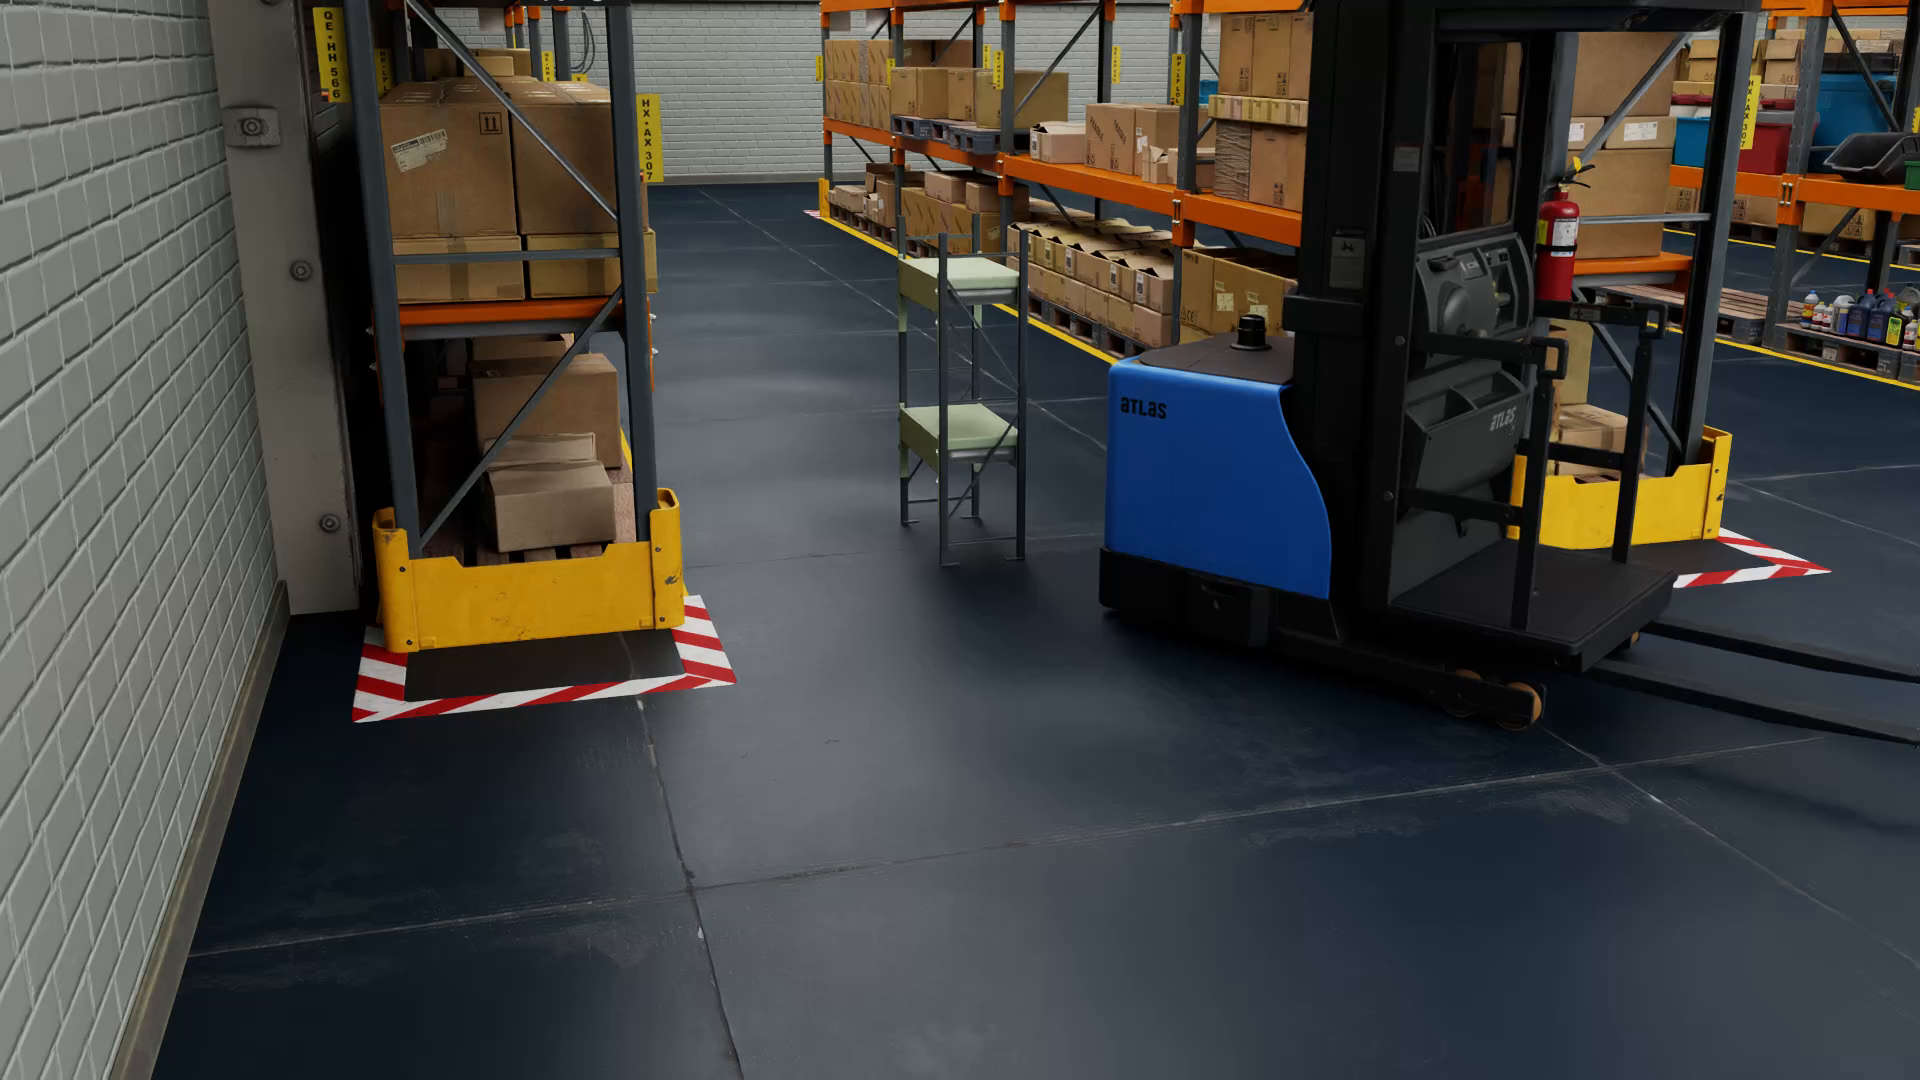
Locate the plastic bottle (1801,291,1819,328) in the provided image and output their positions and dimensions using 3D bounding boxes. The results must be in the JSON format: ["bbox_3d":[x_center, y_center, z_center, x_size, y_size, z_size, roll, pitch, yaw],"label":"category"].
[{"bbox_3d":[6.390,-1.735,12.492,0.097,0.271,0.097,0,17,0],"label":"plastic bottle"}]

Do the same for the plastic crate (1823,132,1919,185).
[{"bbox_3d":[6.745,-2.769,12.065,0.767,0.338,0.504,-5,17,-15],"label":"plastic crate"}]

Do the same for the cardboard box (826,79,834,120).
[{"bbox_3d":[-1.470,-5.787,21.830,0.500,0.500,0.500,-4,17,-14],"label":"cardboard box"}]

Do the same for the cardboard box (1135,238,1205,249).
[{"bbox_3d":[1.662,-2.275,13.388,0.500,0.311,0.500,-4,17,-14],"label":"cardboard box"}]

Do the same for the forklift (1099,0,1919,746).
[{"bbox_3d":[2.029,-0.915,5.902,3.031,2.935,1.130,13,21,38],"label":"forklift"}]

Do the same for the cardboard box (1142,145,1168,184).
[{"bbox_3d":[1.542,-2.728,12.052,0.396,0.266,0.258,-5,17,-17],"label":"cardboard box"}]

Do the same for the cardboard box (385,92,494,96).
[{"bbox_3d":[-2.312,-1.757,7.511,0.500,0.500,0.500,-5,17,-17],"label":"cardboard box"}]

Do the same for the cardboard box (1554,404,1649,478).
[{"bbox_3d":[3.126,-0.507,8.476,0.500,0.250,0.500,-5,17,-15],"label":"cardboard box"}]

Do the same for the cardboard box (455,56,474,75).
[{"bbox_3d":[-3.778,-3.753,13.167,0.380,0.149,0.250,-7,18,-22],"label":"cardboard box"}]

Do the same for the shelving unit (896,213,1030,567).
[{"bbox_3d":[0.002,-0.716,7.730,0.431,1.500,0.755,-5,17,-15],"label":"shelving unit"}]

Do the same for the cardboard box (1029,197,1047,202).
[{"bbox_3d":[0.580,-3.259,17.169,0.500,0.500,0.500,-5,18,-17],"label":"cardboard box"}]

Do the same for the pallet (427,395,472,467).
[{"bbox_3d":[-2.584,-0.652,9.756,1.003,0.211,1.213,-5,17,-15],"label":"pallet"}]

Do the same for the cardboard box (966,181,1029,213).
[{"bbox_3d":[0.358,-3.298,15.994,0.500,0.250,0.500,-4,17,-13],"label":"cardboard box"}]

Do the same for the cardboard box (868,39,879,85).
[{"bbox_3d":[-0.770,-5.564,19.349,0.500,0.500,0.500,-5,17,-16],"label":"cardboard box"}]

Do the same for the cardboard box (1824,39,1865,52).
[{"bbox_3d":[10.025,-5.364,18.679,0.797,0.503,0.637,-4,17,-14],"label":"cardboard box"}]

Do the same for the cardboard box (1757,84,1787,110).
[{"bbox_3d":[9.596,-5.039,19.341,0.500,0.500,0.500,-4,17,-14],"label":"cardboard box"}]

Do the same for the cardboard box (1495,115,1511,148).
[{"bbox_3d":[2.698,-1.978,8.023,0.380,0.149,0.250,-4,17,-14],"label":"cardboard box"}]

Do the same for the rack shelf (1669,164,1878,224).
[{"bbox_3d":[6.174,-3.163,14.517,1.077,0.370,4.000,-5,17,-15],"label":"rack shelf"}]

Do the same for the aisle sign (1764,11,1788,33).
[{"bbox_3d":[12.676,-8.271,25.753,0.394,0.787,0.004,-5,17,-15],"label":"aisle sign"}]

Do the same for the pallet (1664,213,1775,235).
[{"bbox_3d":[9.572,-4.015,20.953,1.003,0.211,1.213,-5,17,-15],"label":"pallet"}]

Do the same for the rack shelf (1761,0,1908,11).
[{"bbox_3d":[9.837,-6.097,19.073,1.077,0.370,4.000,-5,17,-15],"label":"rack shelf"}]

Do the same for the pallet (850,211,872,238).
[{"bbox_3d":[-0.765,-3.969,20.798,1.003,0.211,1.213,-5,17,-15],"label":"pallet"}]

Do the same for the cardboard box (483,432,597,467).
[{"bbox_3d":[-1.963,-0.343,7.790,0.500,0.311,0.500,-3,17,-11],"label":"cardboard box"}]

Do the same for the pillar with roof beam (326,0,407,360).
[{"bbox_3d":[-0.237,-6.063,12.493,9.100,9.000,0.400,-5,17,-15],"label":"pillar with roof beam"}]

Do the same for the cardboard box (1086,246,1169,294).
[{"bbox_3d":[1.289,-2.087,12.761,0.500,0.311,0.500,-5,17,-15],"label":"cardboard box"}]

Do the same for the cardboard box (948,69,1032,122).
[{"bbox_3d":[0.306,-4.541,16.953,0.700,0.500,0.500,-10,19,-29],"label":"cardboard box"}]

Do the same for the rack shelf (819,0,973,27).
[{"bbox_3d":[-0.788,-6.422,20.152,1.077,0.370,4.000,-5,17,-15],"label":"rack shelf"}]

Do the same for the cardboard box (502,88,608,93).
[{"bbox_3d":[-1.961,-1.940,8.118,0.500,0.500,0.500,-4,17,-14],"label":"cardboard box"}]

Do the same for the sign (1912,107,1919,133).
[{"bbox_3d":[7.255,-3.127,12.667,0.100,0.325,0.005,-5,17,-15],"label":"sign"}]

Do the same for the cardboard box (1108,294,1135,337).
[{"bbox_3d":[1.430,-1.679,12.379,0.500,0.250,0.500,-5,17,-16],"label":"cardboard box"}]

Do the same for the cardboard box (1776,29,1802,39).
[{"bbox_3d":[12.853,-7.553,25.454,0.500,0.500,0.500,-5,17,-16],"label":"cardboard box"}]

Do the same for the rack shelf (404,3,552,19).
[{"bbox_3d":[-3.352,-3.816,11.478,1.077,0.370,4.000,-5,17,-15],"label":"rack shelf"}]

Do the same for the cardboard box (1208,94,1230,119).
[{"bbox_3d":[1.847,-2.832,10.866,0.380,0.149,0.250,-5,17,-15],"label":"cardboard box"}]

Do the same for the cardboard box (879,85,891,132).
[{"bbox_3d":[-0.623,-4.942,19.017,0.500,0.500,0.500,-4,17,-14],"label":"cardboard box"}]

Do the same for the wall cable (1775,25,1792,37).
[{"bbox_3d":[16.144,-9.508,32.570,0.585,1.953,0.123,-5,17,-15],"label":"wall cable"}]

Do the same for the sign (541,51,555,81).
[{"bbox_3d":[-3.382,-3.839,13.644,0.100,0.325,0.005,-5,17,-15],"label":"sign"}]

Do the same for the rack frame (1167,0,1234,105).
[{"bbox_3d":[3.426,-6.273,23.622,1.000,3.000,0.127,-5,17,-15],"label":"rack frame"}]

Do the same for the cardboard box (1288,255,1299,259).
[{"bbox_3d":[2.424,-1.557,10.666,0.500,0.500,0.500,-5,17,-15],"label":"cardboard box"}]

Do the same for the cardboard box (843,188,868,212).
[{"bbox_3d":[-1.186,-4.327,21.158,0.500,0.250,0.500,-5,17,-15],"label":"cardboard box"}]

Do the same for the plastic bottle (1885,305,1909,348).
[{"bbox_3d":[6.604,-1.506,11.710,0.061,0.283,0.133,-4,17,-13],"label":"plastic bottle"}]

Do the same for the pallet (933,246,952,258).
[{"bbox_3d":[0.360,-2.881,17.175,1.003,0.211,1.213,-5,17,-15],"label":"pallet"}]

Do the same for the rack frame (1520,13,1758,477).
[{"bbox_3d":[3.059,-1.457,7.588,1.000,3.000,0.127,-5,17,-15],"label":"rack frame"}]

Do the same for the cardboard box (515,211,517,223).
[{"bbox_3d":[-1.688,-1.305,7.307,0.500,0.250,0.500,-5,18,-17],"label":"cardboard box"}]

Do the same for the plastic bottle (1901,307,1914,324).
[{"bbox_3d":[6.675,-1.512,11.749,0.097,0.271,0.097,0,17,0],"label":"plastic bottle"}]

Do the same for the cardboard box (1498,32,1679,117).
[{"bbox_3d":[2.929,-2.271,7.869,0.700,0.500,0.500,-5,17,-15],"label":"cardboard box"}]

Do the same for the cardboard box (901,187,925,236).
[{"bbox_3d":[-0.340,-3.637,18.425,0.500,0.500,0.500,-6,18,-18],"label":"cardboard box"}]

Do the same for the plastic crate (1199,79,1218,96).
[{"bbox_3d":[3.697,-6.241,23.349,0.616,0.435,0.499,-5,17,-15],"label":"plastic crate"}]
